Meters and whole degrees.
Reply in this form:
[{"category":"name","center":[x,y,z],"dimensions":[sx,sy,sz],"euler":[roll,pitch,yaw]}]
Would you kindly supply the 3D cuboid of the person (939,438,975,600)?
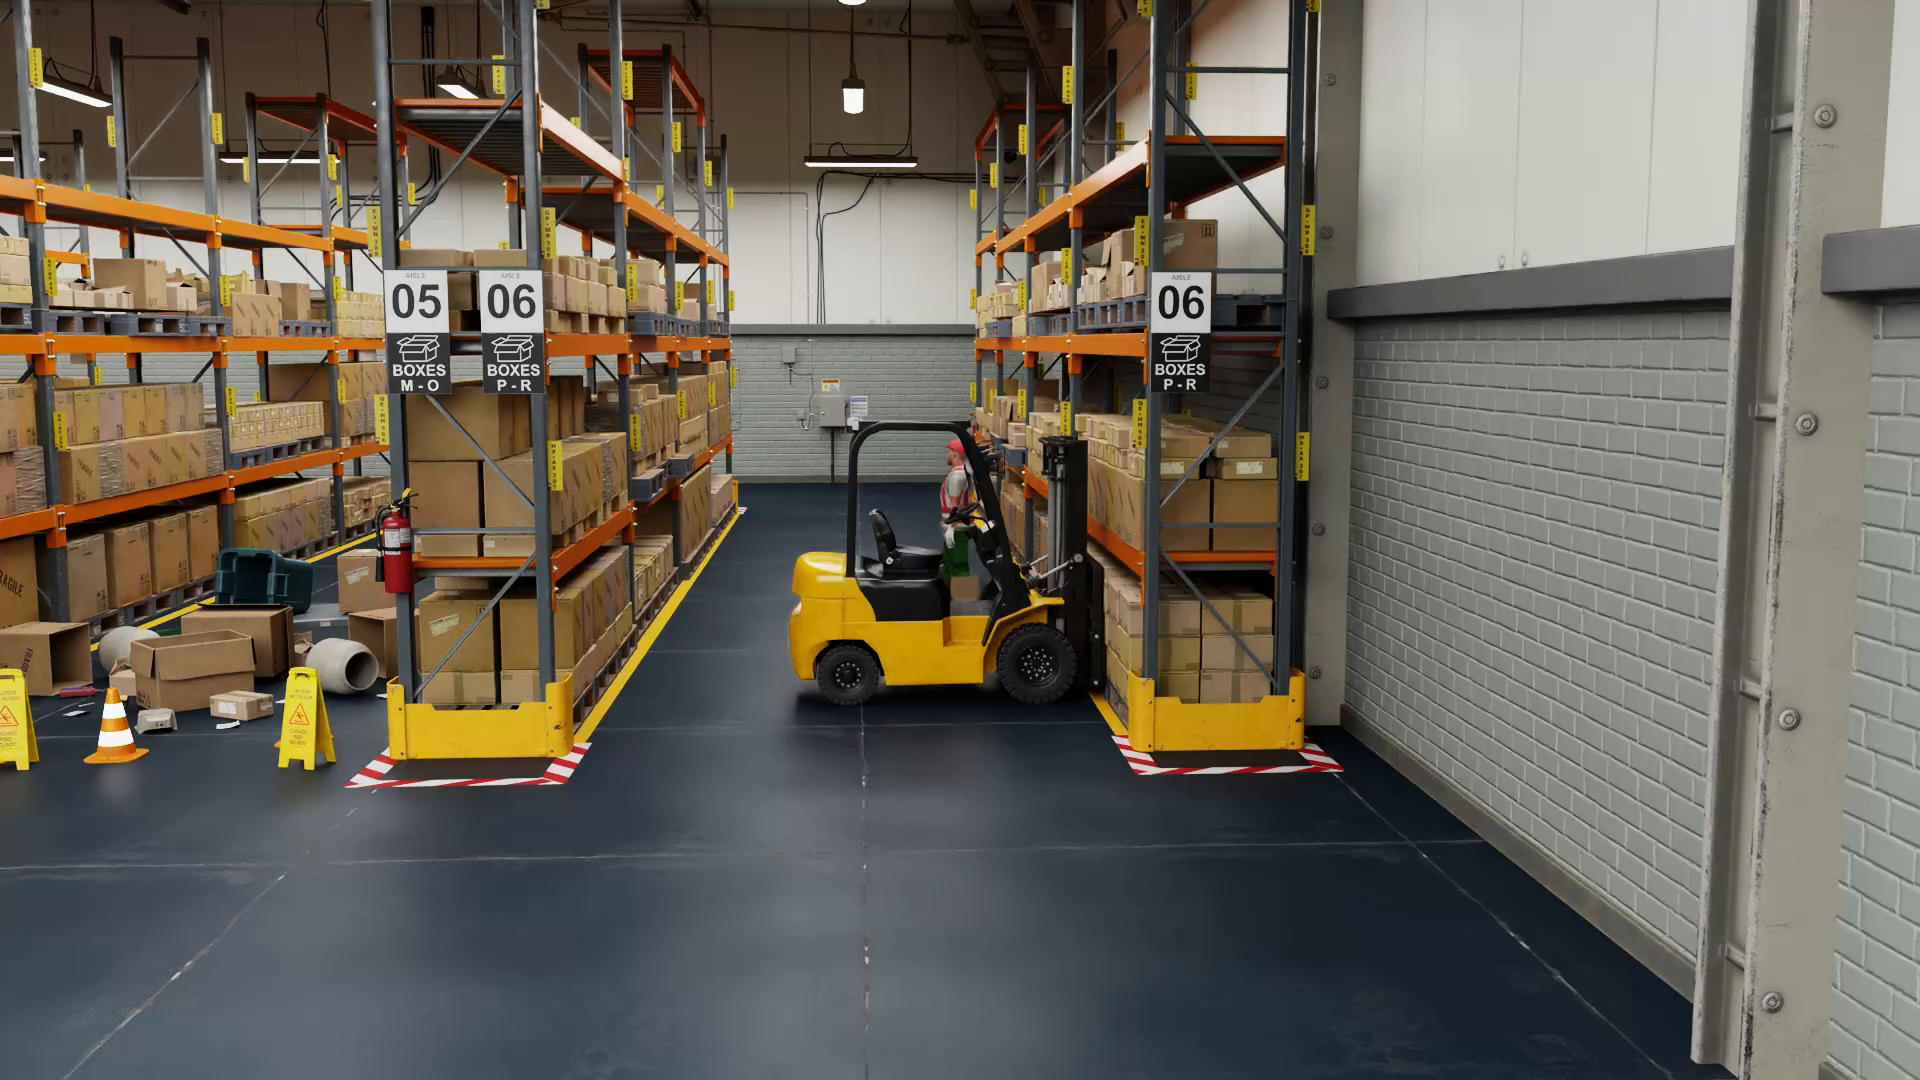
[{"category":"person","center":[-0.122,-0.103,16.287],"dimensions":[0.531,1.791,0.582],"euler":[1,7,4]}]
